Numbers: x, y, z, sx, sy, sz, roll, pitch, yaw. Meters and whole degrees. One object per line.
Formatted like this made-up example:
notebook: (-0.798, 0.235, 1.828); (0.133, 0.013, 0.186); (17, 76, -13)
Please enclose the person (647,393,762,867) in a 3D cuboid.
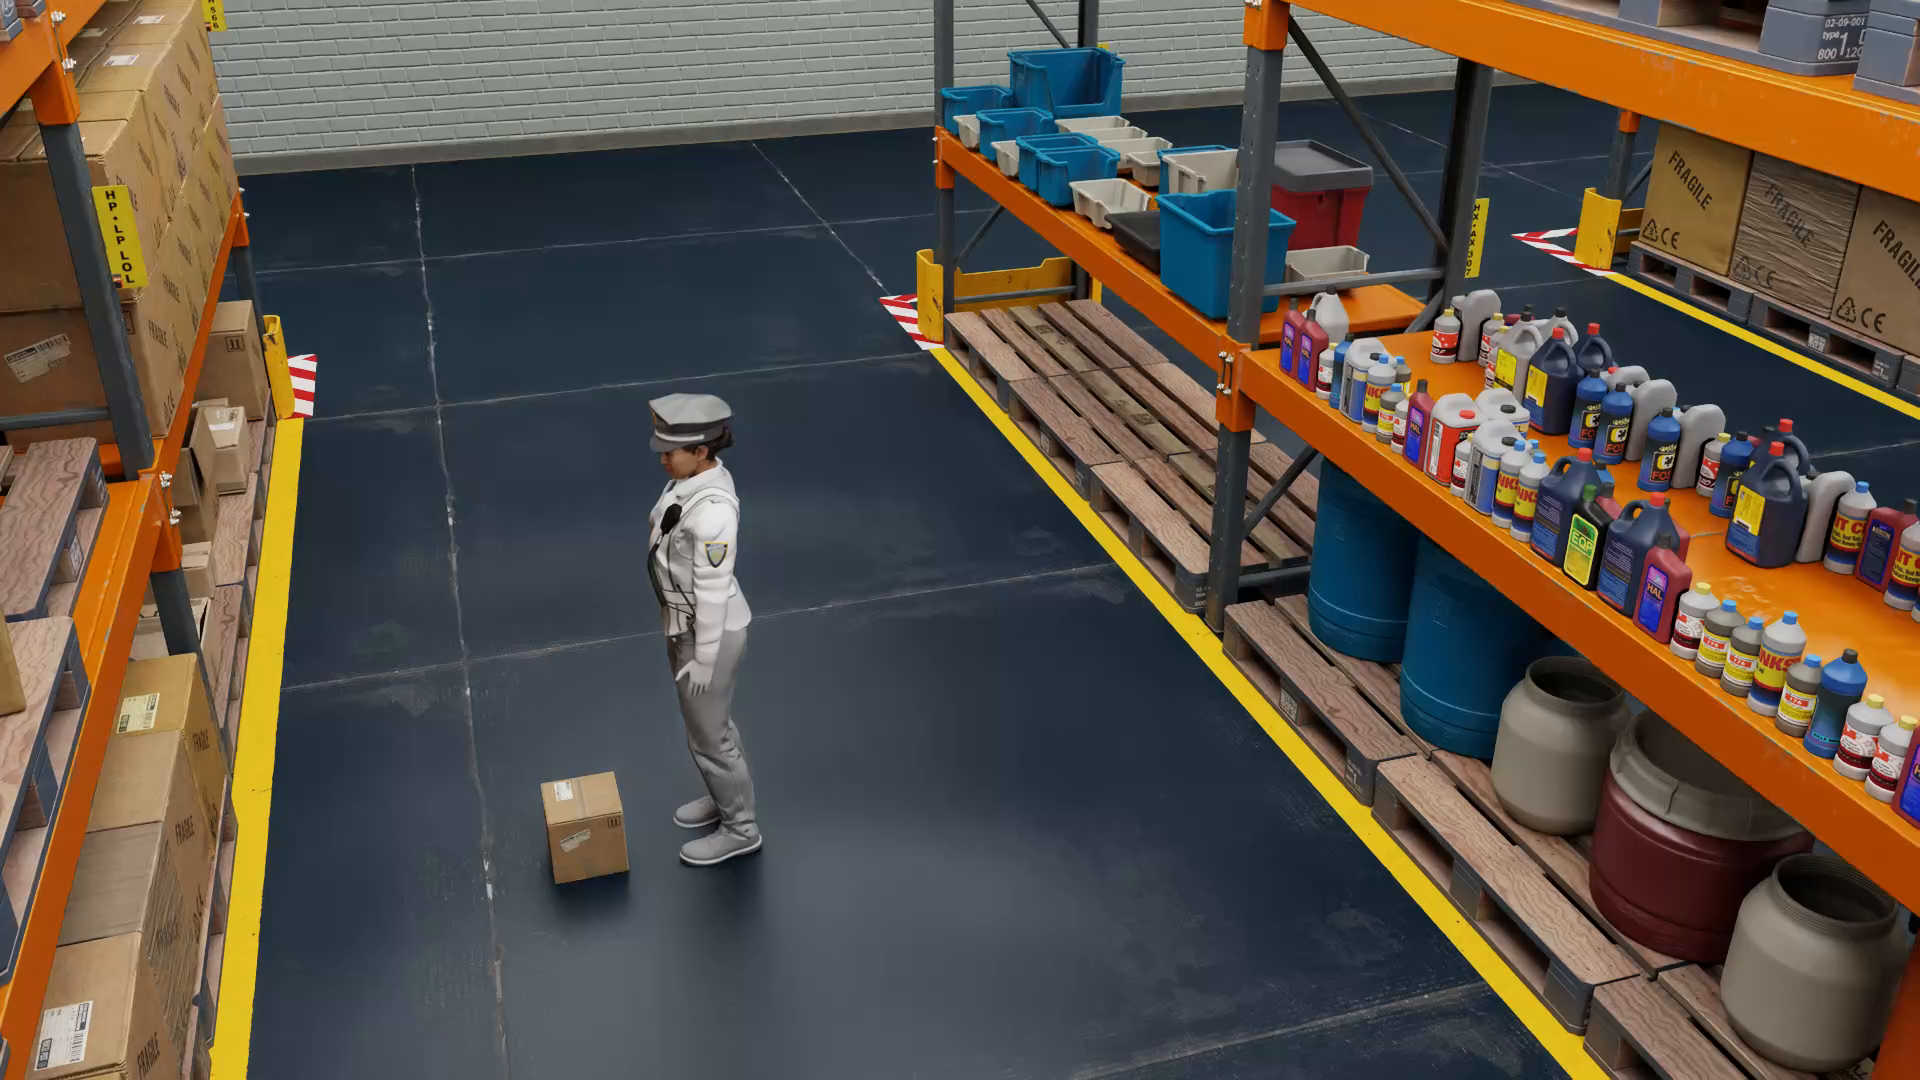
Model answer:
person: (-0.855, 0.314, 5.498); (0.328, 1.669, 0.470); (-8, 28, -15)
